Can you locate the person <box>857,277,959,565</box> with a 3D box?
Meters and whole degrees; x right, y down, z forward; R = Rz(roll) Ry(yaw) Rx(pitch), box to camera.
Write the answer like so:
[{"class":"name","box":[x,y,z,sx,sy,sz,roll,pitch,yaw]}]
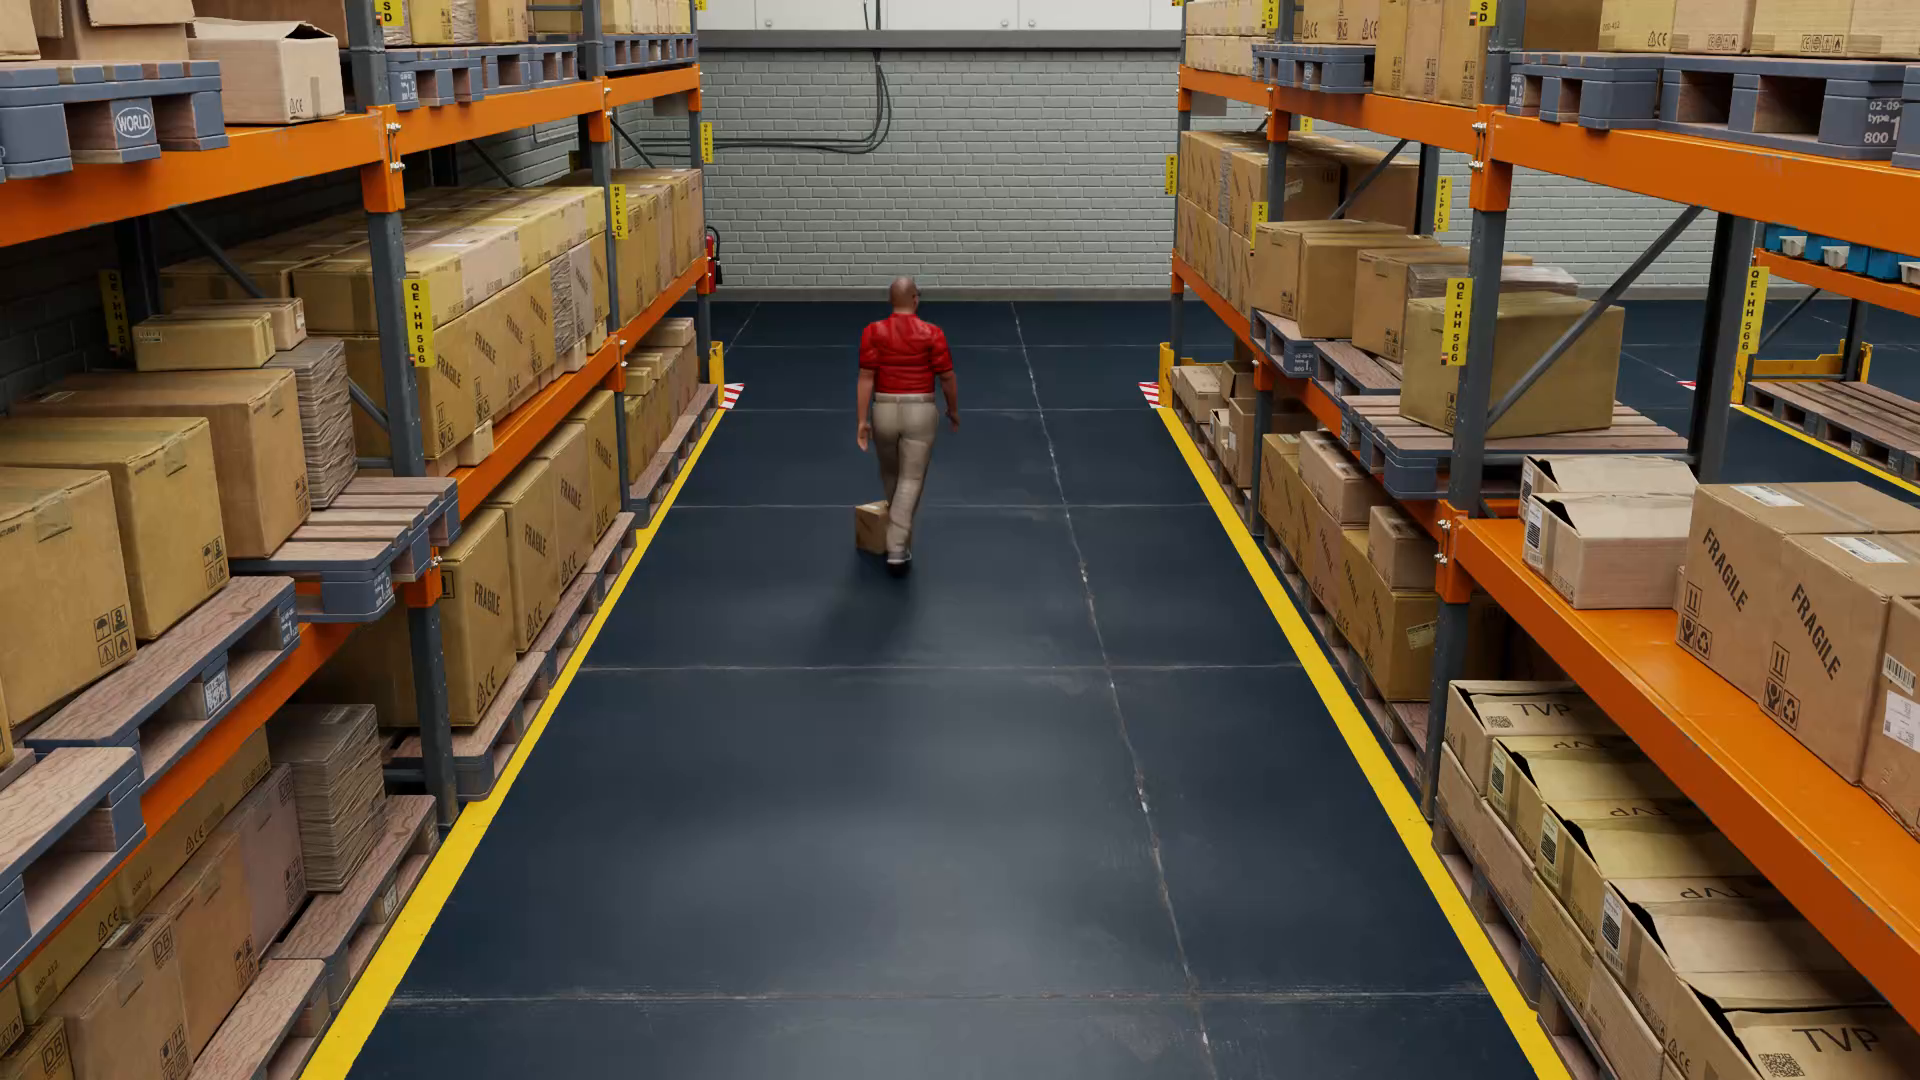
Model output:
[{"class":"person","box":[-0.292,-0.758,10.013,0.559,1.662,1.046,4,17,13]}]
